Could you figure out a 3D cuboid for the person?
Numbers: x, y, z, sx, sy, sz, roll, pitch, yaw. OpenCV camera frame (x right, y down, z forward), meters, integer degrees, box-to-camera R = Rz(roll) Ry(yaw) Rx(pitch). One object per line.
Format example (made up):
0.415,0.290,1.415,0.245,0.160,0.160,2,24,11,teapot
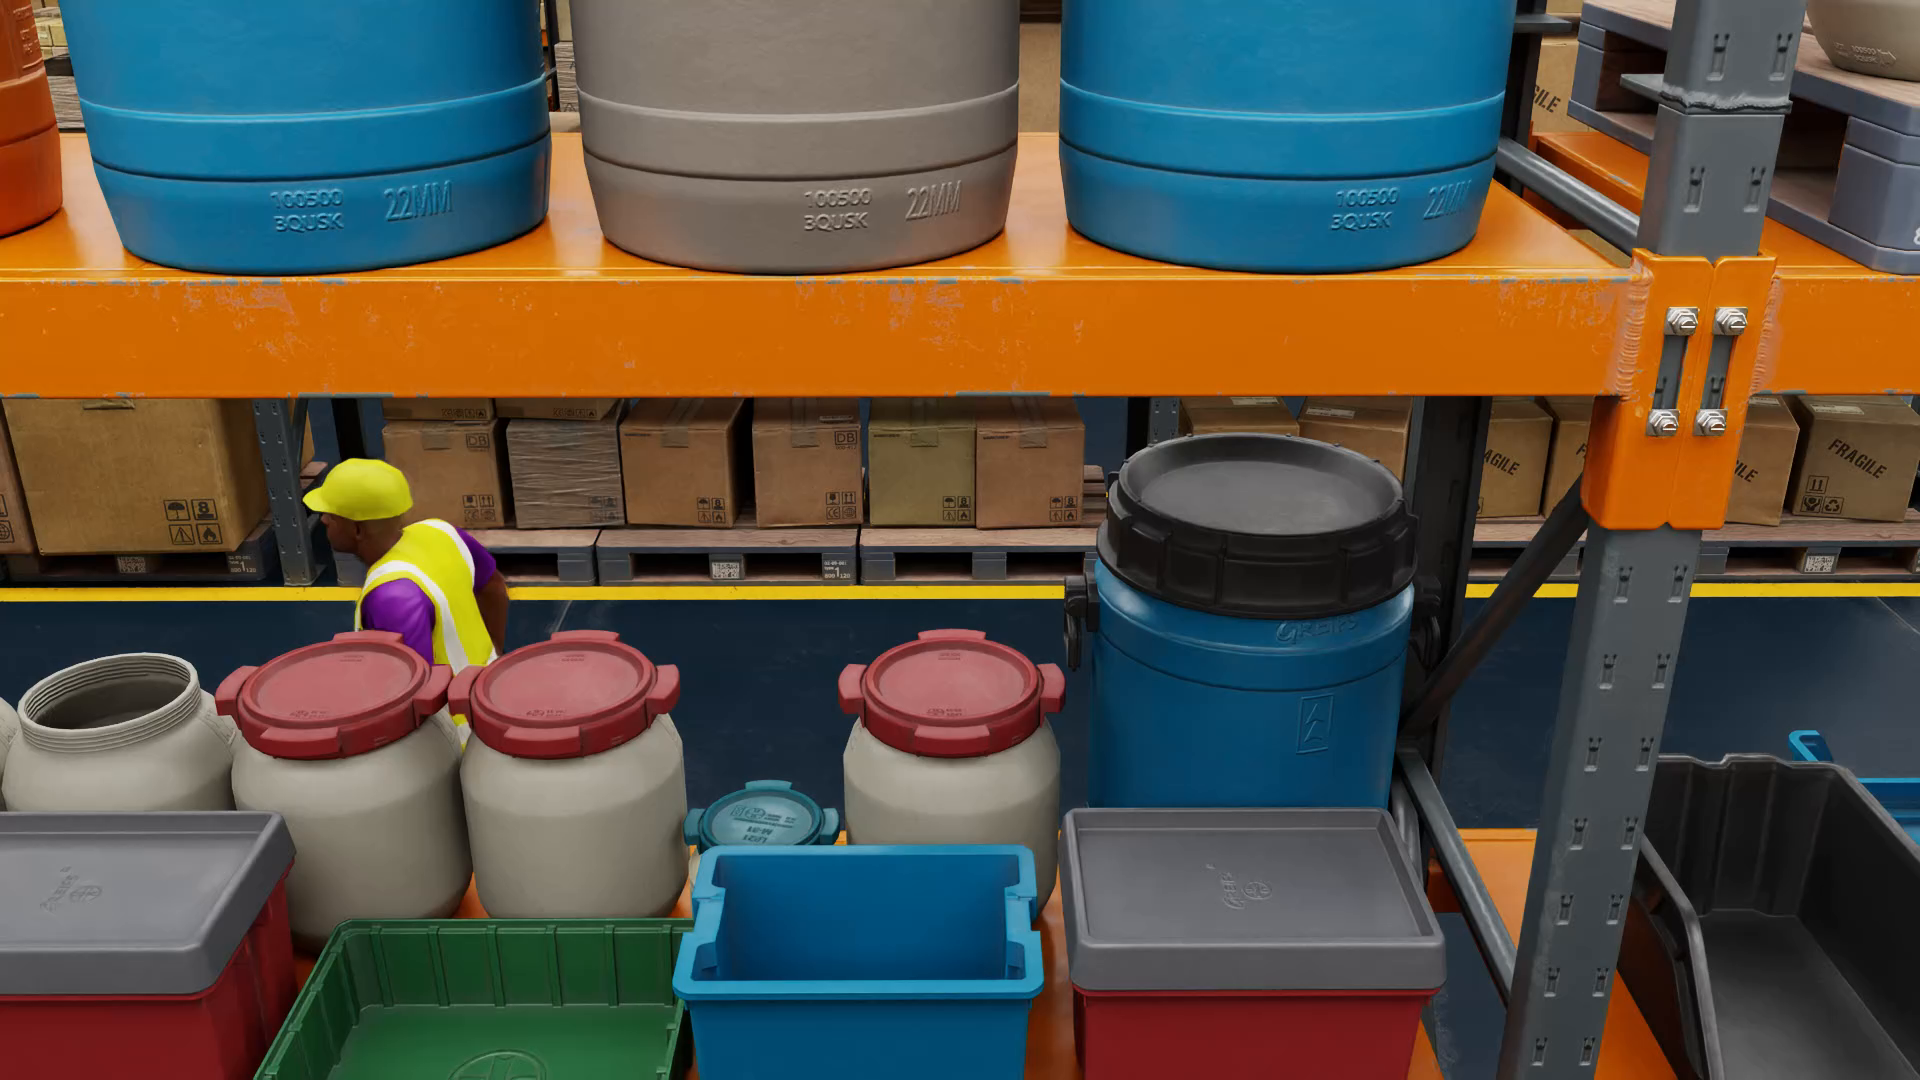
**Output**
-1.504,0.543,4.941,0.635,1.691,0.725,-2,24,-5,person
